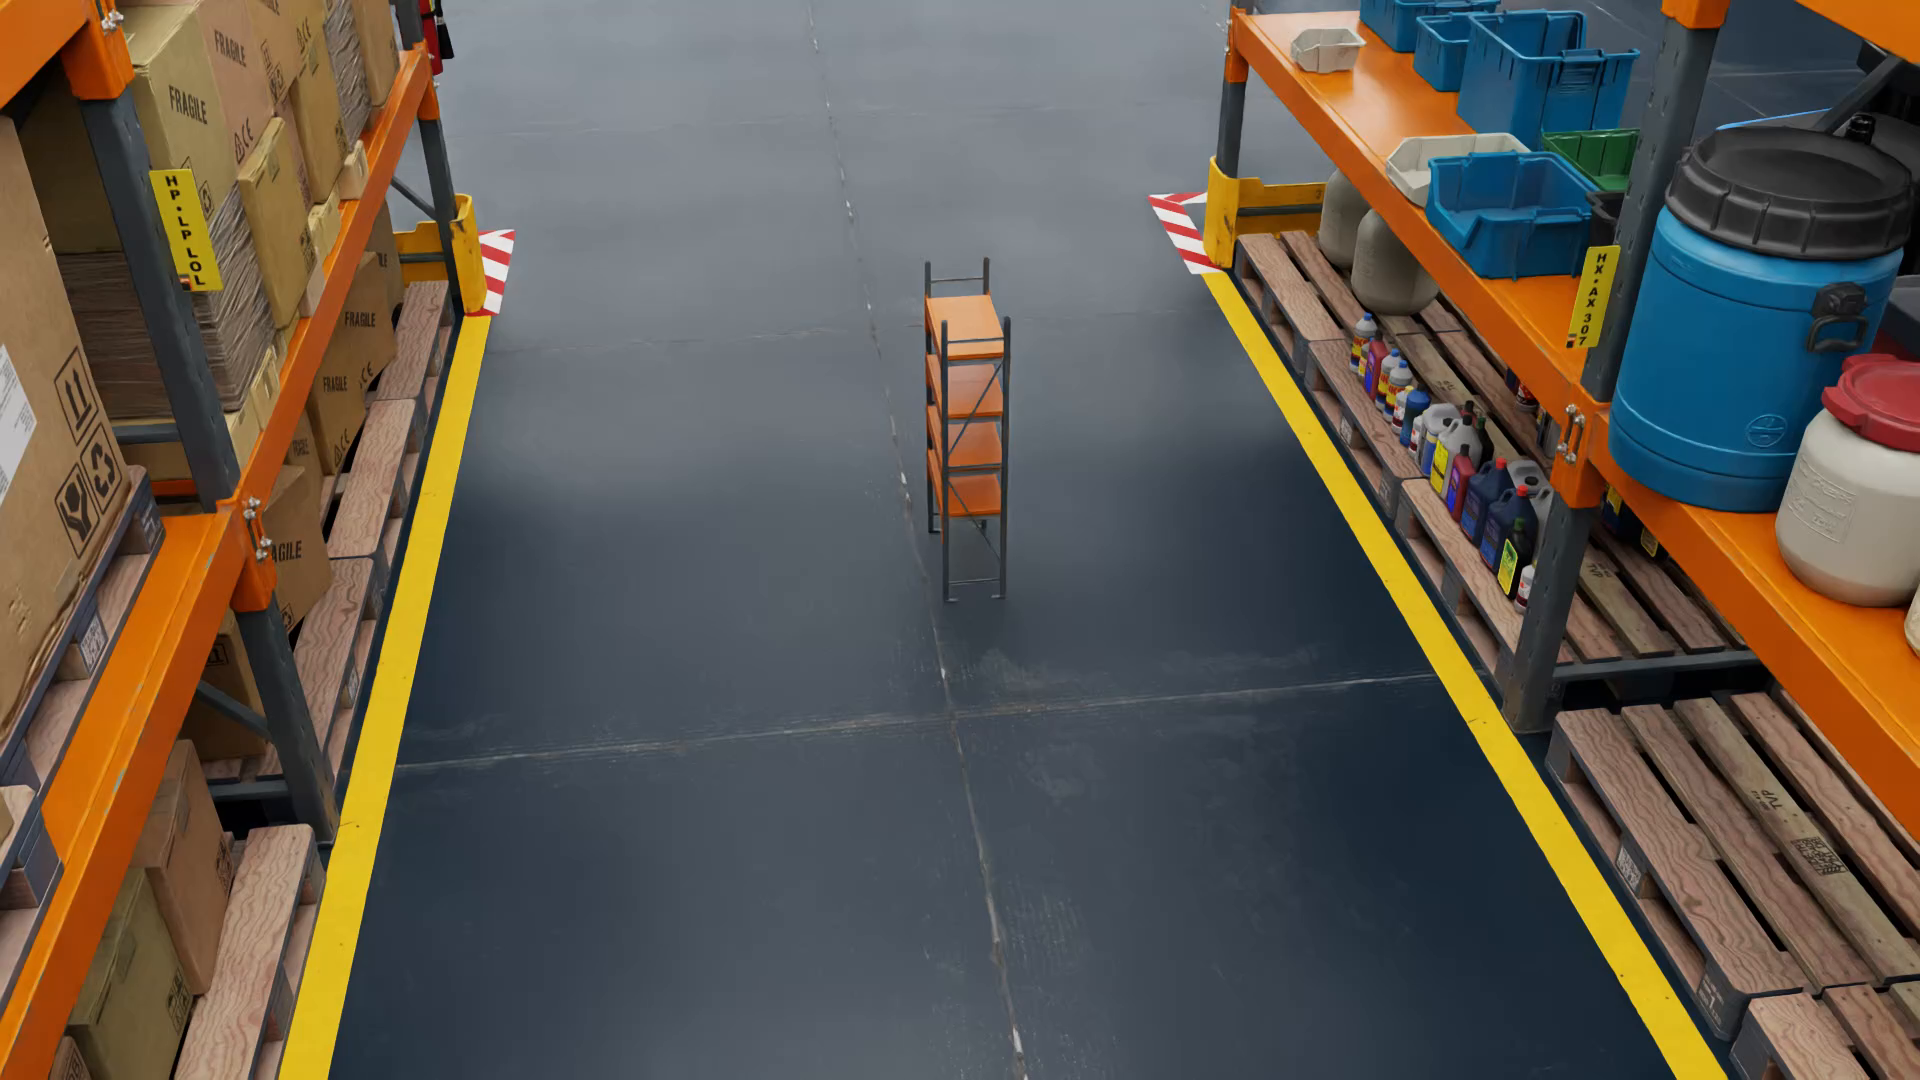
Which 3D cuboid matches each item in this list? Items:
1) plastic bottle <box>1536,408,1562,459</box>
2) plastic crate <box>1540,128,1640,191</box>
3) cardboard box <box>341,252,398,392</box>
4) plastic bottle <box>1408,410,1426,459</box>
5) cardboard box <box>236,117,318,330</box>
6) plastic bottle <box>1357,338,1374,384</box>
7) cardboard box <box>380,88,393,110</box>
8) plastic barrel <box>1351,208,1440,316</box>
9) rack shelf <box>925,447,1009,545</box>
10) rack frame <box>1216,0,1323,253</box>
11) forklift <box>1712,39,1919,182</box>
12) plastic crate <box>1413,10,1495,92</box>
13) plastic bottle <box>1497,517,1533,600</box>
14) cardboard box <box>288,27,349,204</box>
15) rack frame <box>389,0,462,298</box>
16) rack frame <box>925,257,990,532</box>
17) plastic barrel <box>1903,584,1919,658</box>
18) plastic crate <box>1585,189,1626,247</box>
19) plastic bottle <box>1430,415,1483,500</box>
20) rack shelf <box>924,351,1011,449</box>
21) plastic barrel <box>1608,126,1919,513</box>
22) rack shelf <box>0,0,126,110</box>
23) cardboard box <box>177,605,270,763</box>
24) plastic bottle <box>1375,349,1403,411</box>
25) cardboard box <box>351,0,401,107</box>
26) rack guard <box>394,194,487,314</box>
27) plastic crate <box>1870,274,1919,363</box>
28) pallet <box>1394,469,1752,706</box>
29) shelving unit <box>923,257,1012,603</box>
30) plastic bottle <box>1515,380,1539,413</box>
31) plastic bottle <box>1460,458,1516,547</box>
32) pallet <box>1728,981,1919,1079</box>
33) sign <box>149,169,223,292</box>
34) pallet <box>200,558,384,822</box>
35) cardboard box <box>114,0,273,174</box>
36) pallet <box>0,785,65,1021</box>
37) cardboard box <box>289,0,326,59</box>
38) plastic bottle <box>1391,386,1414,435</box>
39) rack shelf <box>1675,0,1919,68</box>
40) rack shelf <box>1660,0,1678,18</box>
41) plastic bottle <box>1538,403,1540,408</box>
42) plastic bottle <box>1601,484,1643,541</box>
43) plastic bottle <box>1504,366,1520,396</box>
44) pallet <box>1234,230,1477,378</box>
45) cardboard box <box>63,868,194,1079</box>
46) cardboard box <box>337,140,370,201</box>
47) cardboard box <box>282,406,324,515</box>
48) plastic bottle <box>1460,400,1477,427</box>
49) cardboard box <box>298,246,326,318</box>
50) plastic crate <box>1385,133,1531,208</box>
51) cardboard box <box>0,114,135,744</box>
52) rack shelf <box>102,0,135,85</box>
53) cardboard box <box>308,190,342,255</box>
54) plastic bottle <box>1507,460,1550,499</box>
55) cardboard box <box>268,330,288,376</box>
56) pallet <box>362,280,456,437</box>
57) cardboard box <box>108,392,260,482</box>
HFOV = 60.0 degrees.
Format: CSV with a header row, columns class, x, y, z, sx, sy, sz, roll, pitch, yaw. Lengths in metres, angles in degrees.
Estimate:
class,x,y,z,sx,sy,sz,roll,pitch,yaw
plastic bottle,2.481,-0.488,6.830,0.152,0.276,0.135,-4,35,-6
plastic crate,2.502,-1.324,6.217,0.450,0.188,0.662,-4,35,-6
cardboard box,-2.859,-0.949,7.326,0.500,0.500,0.500,4,35,6
plastic bottle,1.902,-0.437,6.822,0.097,0.201,0.097,0,34,0
cardboard box,-2.535,-0.959,5.140,0.875,0.500,0.500,-4,35,-6
plastic bottle,1.816,-0.797,7.350,0.097,0.201,0.097,0,34,0
cardboard box,-2.681,-1.967,7.196,0.380,0.149,0.250,-4,35,-6
plastic barrel,2.098,-1.369,7.931,0.421,0.512,0.421,0,34,0
rack shelf,0.022,-0.184,6.426,0.258,0.148,0.480,-4,35,-6
rack frame,1.867,-2.864,8.289,1.000,3.000,0.127,-4,35,-6
forklift,5.003,-2.263,7.468,3.031,2.935,1.130,-12,36,-17
plastic crate,2.312,-2.183,7.422,0.499,0.251,0.408,-4,35,-6
plastic bottle,2.013,0.065,6.012,0.061,0.283,0.133,-3,34,-4
cardboard box,-2.728,-1.512,5.953,0.875,0.500,0.500,-4,35,-6
rack frame,-3.041,-2.489,7.739,1.000,3.000,0.127,-4,35,-6
rack frame,-0.011,-0.540,6.476,0.240,1.200,0.015,-4,35,-6
plastic barrel,2.431,0.175,3.952,0.301,0.262,0.301,0,34,0
plastic crate,2.460,-0.908,5.474,0.767,0.338,0.504,-4,35,-6
plastic bottle,1.963,-0.344,6.553,0.144,0.351,0.185,-5,35,-7
rack shelf,0.022,-0.533,6.188,0.258,0.148,0.480,-4,35,-6
plastic barrel,2.156,-0.601,4.523,0.600,0.901,0.708,-4,35,-6
rack shelf,-2.234,-0.083,2.184,1.077,0.370,4.000,-4,35,-6
cardboard box,-2.517,0.376,5.381,0.500,0.500,0.500,-5,35,-8
plastic bottle,1.848,-0.692,7.134,0.097,0.271,0.097,0,34,0
cardboard box,-2.808,-2.075,6.778,0.875,0.500,0.500,-4,35,-6
rack guard,-3.031,-1.414,8.381,1.175,0.500,0.348,-4,35,-6
plastic crate,2.773,-0.412,4.634,0.402,0.464,0.583,-4,35,-6
pallet,2.356,0.142,6.354,1.003,0.211,1.213,-4,35,-6
shelving unit,0.022,-0.403,6.277,0.258,1.200,0.503,-4,35,-6
plastic bottle,2.452,-0.658,7.146,0.097,0.201,0.097,0,34,0
plastic bottle,2.007,-0.164,6.289,0.144,0.351,0.185,-6,35,-9
pallet,2.716,1.638,4.159,1.003,0.211,1.213,-4,35,-6
sign,-1.954,-0.780,4.202,0.100,0.325,0.005,-4,35,-6
pallet,-2.629,0.523,5.795,1.003,0.211,1.213,-4,35,-6
cardboard box,-2.381,-1.384,4.876,0.500,0.500,0.500,-4,35,-6
pallet,-2.272,0.953,2.859,1.003,0.211,1.213,-4,35,-6
cardboard box,-2.526,-1.941,5.694,0.500,0.500,0.500,-4,35,-6
plastic bottle,1.875,-0.552,6.991,0.097,0.201,0.097,0,34,0
rack shelf,2.674,-0.458,2.734,1.077,0.370,4.000,-4,35,-6
rack shelf,2.136,-2.691,6.010,1.077,0.370,4.000,-4,35,-6
plastic bottle,2.574,-0.709,7.154,0.152,0.276,0.135,-5,35,-8
plastic bottle,2.565,-0.190,6.327,0.144,0.351,0.185,-4,35,-6
plastic bottle,2.449,-0.781,7.254,0.061,0.283,0.133,-4,35,-6
pallet,2.028,-1.219,8.352,1.003,0.211,1.213,-4,35,-6
cardboard box,-2.397,1.206,4.146,0.700,0.500,0.500,-5,35,-7
cardboard box,-2.492,-1.413,6.383,0.380,0.149,0.250,-4,35,-6
cardboard box,-2.763,-0.283,6.349,0.500,0.500,0.500,-7,35,-11
plastic bottle,2.051,-0.416,6.718,0.061,0.283,0.133,-4,35,-6
cardboard box,-2.352,-0.855,5.565,0.380,0.149,0.250,-4,35,-6
plastic crate,1.935,-1.410,6.390,0.530,0.136,0.437,-4,35,-6
cardboard box,-2.535,-0.225,3.510,1.000,1.000,1.000,-4,34,-6
rack shelf,-2.772,-2.315,5.459,1.077,0.370,4.000,-4,35,-6
cardboard box,-2.449,-1.132,5.971,0.380,0.149,0.250,-4,35,-6
plastic bottle,2.150,-0.158,6.347,0.152,0.276,0.135,-4,35,-6
cardboard box,-2.316,-0.574,5.152,0.380,0.149,0.250,-4,35,-6
pallet,-2.957,-0.838,7.793,1.003,0.211,1.213,-4,35,-6
cardboard box,-2.234,-0.296,4.744,0.380,0.149,0.250,-4,35,-6
